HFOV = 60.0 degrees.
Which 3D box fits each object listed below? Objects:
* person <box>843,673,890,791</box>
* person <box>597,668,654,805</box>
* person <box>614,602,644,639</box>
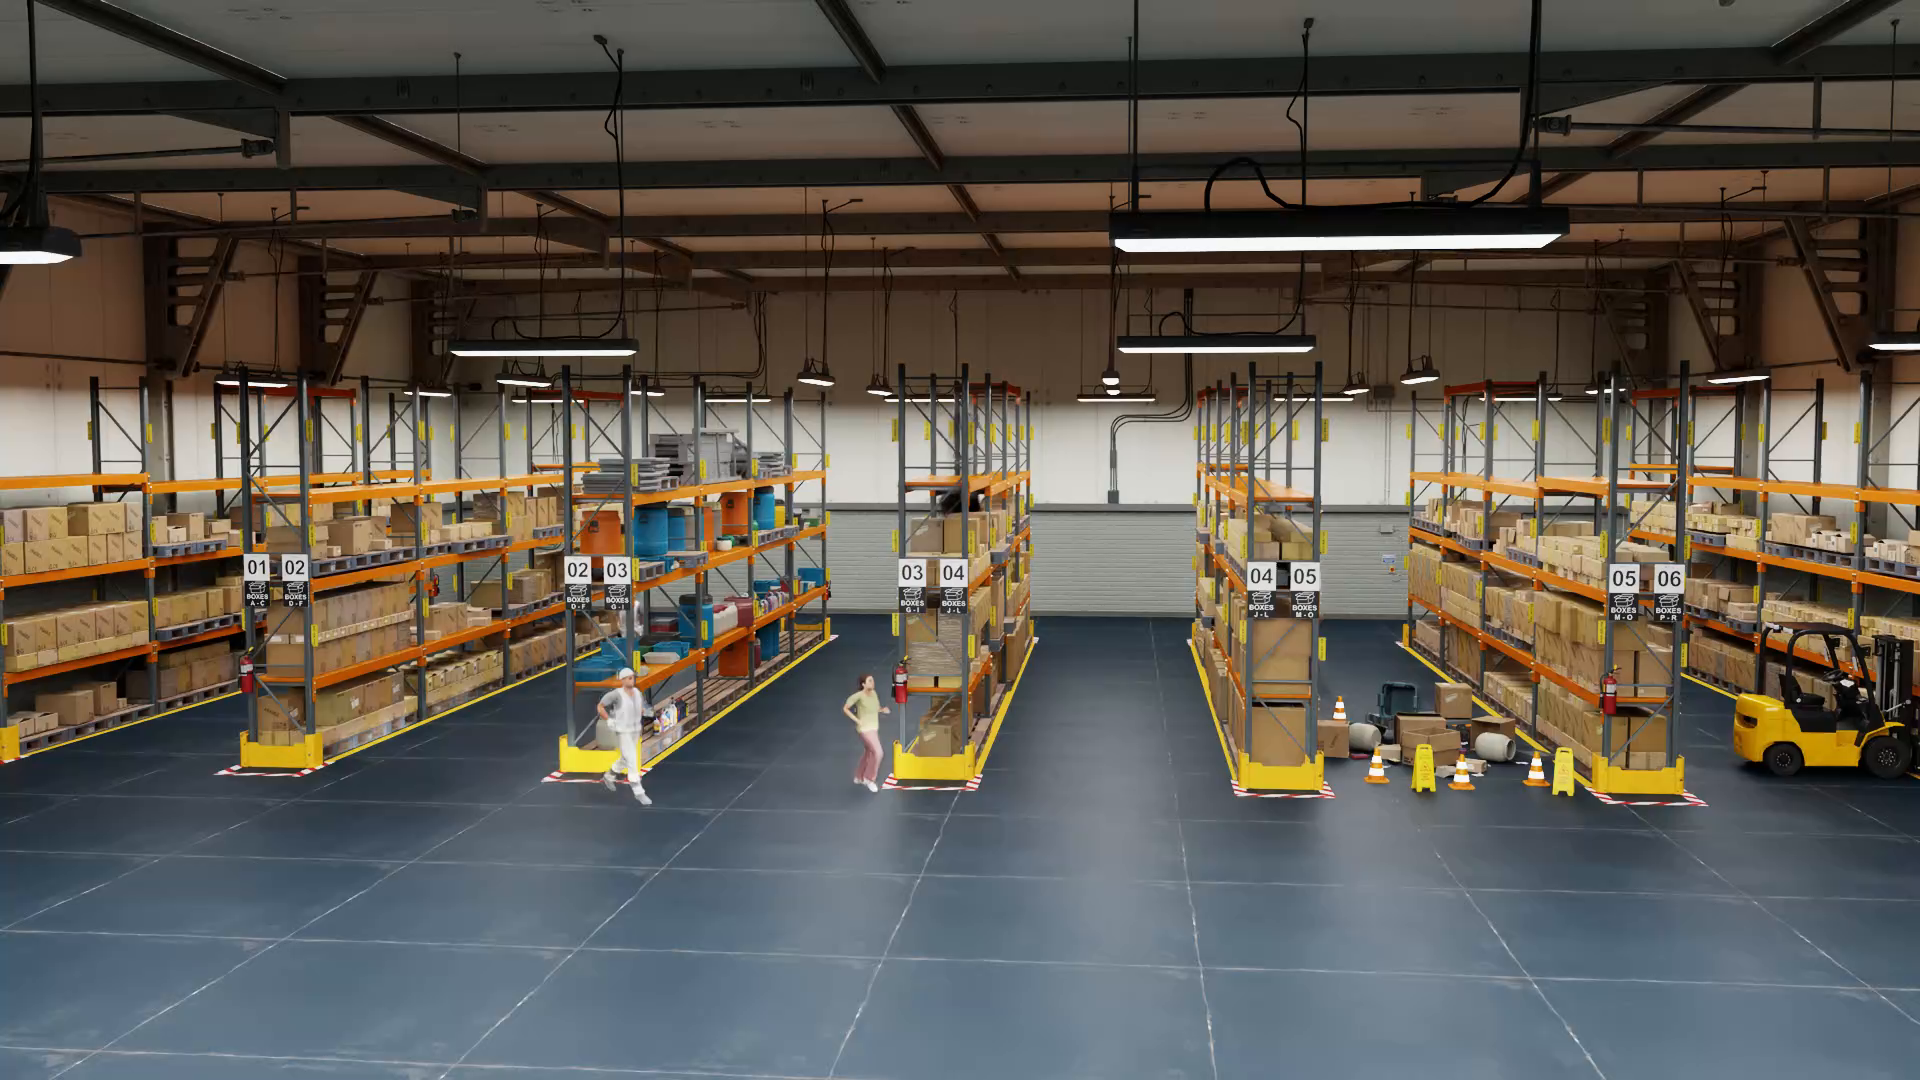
[{"bbox_3d":[-1.295,2.699,23.249,0.660,1.683,0.583,2,4,32],"label":"person"},{"bbox_3d":[-4.532,2.638,22.626,0.983,1.805,0.651,2,4,32],"label":"person"},{"bbox_3d":[-6.908,1.910,34.928,0.670,1.734,0.861,0,4,5],"label":"person"}]
